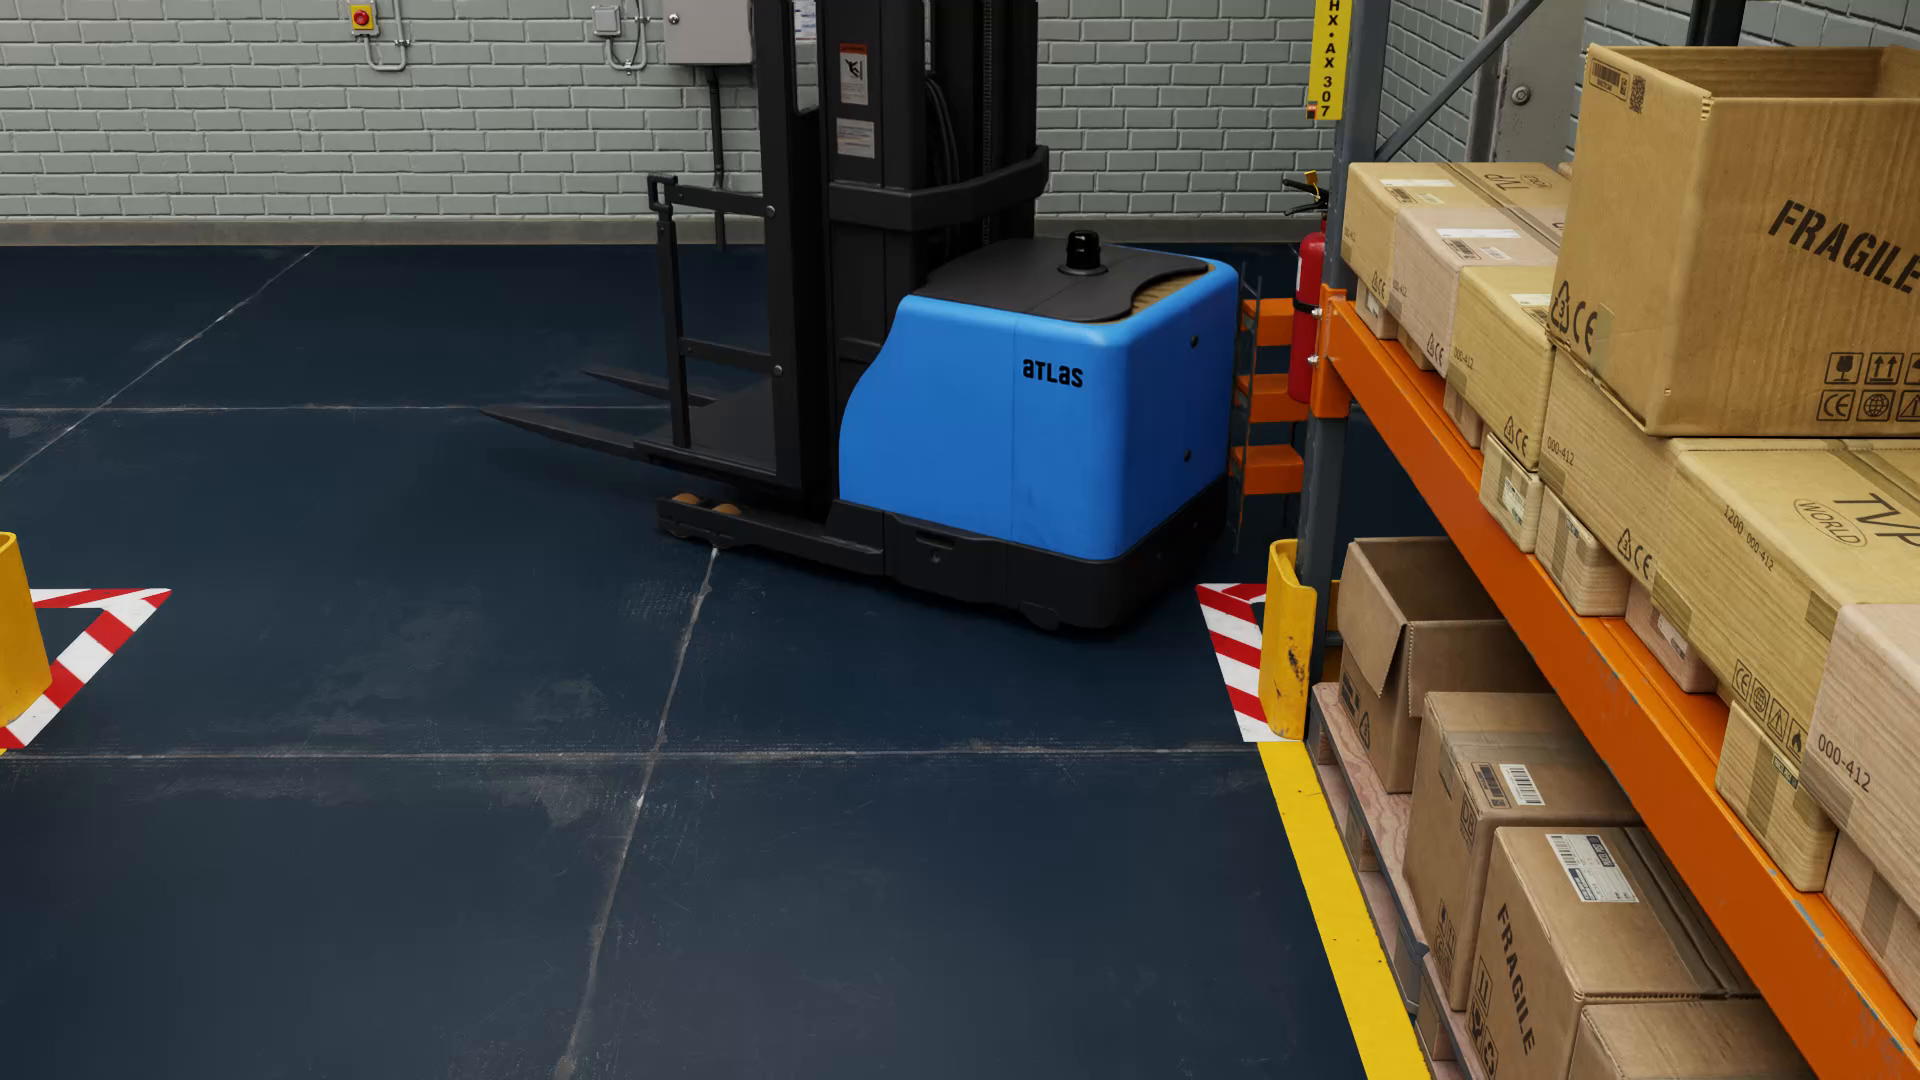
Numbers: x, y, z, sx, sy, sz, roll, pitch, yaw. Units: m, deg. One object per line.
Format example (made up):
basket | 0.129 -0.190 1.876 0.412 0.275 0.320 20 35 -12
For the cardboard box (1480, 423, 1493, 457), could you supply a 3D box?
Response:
cardboard box | 1.281 -0.199 3.355 0.380 0.149 0.250 0 24 0

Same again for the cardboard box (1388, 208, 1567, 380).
cardboard box | 1.256 -0.548 3.643 0.500 0.250 0.500 0 24 0

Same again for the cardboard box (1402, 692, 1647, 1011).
cardboard box | 1.398 0.676 3.640 0.700 0.500 0.500 1 24 2

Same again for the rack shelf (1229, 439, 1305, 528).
rack shelf | 1.127 -0.208 6.133 0.240 0.259 0.215 -3 25 -8

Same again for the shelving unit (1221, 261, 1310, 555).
shelving unit | 1.130 -0.472 6.015 0.252 1.050 0.215 -3 25 -8

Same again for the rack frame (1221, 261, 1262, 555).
rack frame | 1.010 -0.465 5.997 0.008 1.050 0.200 -3 25 -8

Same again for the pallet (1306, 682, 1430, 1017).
pallet | 1.526 0.754 4.328 1.003 0.211 1.213 0 24 -1

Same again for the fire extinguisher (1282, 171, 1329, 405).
fire extinguisher | 1.051 -0.730 4.771 0.296 0.674 0.183 0 24 -1

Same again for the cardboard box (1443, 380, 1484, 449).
cardboard box | 1.273 -0.309 3.597 0.380 0.149 0.250 0 24 1

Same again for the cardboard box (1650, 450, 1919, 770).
cardboard box | 1.297 0.084 2.246 0.500 0.250 0.500 0 24 -1

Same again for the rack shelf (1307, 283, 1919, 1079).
rack shelf | 1.537 0.275 2.875 1.077 0.370 4.000 0 24 -1

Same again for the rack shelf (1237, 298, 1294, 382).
rack shelf | 1.133 -0.721 5.903 0.240 0.259 0.215 -3 25 -8

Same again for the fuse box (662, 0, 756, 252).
fuse box | -1.431 -2.539 9.787 0.539 1.711 0.414 0 24 -1

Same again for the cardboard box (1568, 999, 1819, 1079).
cardboard box | 1.409 1.103 2.694 0.700 0.500 0.500 -1 24 -3

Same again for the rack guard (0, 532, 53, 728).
rack guard | -3.448 0.276 5.033 1.175 0.500 0.348 0 24 -1

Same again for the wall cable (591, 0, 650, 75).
wall cable | -2.115 -3.650 9.448 0.588 1.984 0.122 0 24 -1

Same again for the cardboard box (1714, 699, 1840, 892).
cardboard box | 1.245 0.328 2.189 0.380 0.149 0.250 -1 24 -1

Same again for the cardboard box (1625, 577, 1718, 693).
cardboard box | 1.304 0.120 2.650 0.380 0.149 0.250 0 24 -1

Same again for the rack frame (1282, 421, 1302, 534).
rack frame | 1.251 -0.478 6.032 0.008 1.050 0.200 -3 25 -8

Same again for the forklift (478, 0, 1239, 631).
forklift | -0.542 -1.471 5.946 3.031 2.935 1.130 14 28 28

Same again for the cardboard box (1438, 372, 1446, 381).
cardboard box | 1.331 -0.413 3.828 0.380 0.149 0.250 -1 24 -1

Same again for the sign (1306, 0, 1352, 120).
sign | 0.973 -1.269 4.365 0.100 0.325 0.005 0 24 -1

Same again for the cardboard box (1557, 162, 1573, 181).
cardboard box | 1.786 -0.756 4.102 0.500 0.250 0.500 0 24 1

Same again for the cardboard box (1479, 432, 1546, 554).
cardboard box | 1.209 -0.095 3.124 0.380 0.149 0.250 -1 24 -2

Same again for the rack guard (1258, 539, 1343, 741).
rack guard | 1.516 0.293 4.995 1.175 0.500 0.348 0 24 -1

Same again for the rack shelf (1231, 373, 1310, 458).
rack shelf | 1.130 -0.462 6.019 0.240 0.259 0.215 -3 25 -8

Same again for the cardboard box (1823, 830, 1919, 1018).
cardboard box | 1.276 0.433 1.957 0.380 0.149 0.250 0 24 1

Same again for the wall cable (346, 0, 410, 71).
wall cable | -3.533 -3.654 9.417 0.585 1.953 0.123 0 24 -1

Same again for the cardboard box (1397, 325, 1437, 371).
cardboard box | 1.294 -0.521 4.067 0.380 0.149 0.250 0 24 1

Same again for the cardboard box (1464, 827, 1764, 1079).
cardboard box | 1.303 0.894 3.157 0.500 0.500 0.500 0 24 0

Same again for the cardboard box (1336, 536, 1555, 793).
cardboard box | 1.427 0.322 4.418 0.797 0.503 0.637 -1 24 -3

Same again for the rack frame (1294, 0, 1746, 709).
rack frame | 1.515 -0.877 4.549 1.000 3.000 0.127 0 24 -1

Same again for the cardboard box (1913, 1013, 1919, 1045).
cardboard box | 1.251 0.541 1.718 0.380 0.149 0.250 0 24 1

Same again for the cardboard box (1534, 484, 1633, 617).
cardboard box | 1.232 0.014 2.884 0.380 0.149 0.250 0 24 1

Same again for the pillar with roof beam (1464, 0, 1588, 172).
pillar with roof beam | -1.918 -4.706 5.735 9.100 9.000 0.400 0 24 -1

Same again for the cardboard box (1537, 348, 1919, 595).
cardboard box | 1.292 -0.129 2.715 0.500 0.250 0.500 -1 24 -2

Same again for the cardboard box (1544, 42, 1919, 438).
cardboard box | 1.267 -0.479 2.581 0.500 0.500 0.500 0 24 1

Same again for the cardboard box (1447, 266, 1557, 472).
cardboard box | 1.265 -0.339 3.181 0.500 0.250 0.500 -1 24 -2

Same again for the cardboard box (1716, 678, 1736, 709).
cardboard box | 1.354 0.221 2.426 0.380 0.149 0.250 0 24 0

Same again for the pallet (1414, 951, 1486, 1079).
pallet | 1.536 1.255 3.219 1.003 0.211 1.213 0 24 -1

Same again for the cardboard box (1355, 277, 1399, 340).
cardboard box | 1.244 -0.626 4.298 0.380 0.149 0.250 0 24 -1

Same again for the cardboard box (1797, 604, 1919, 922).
cardboard box | 1.289 0.289 1.792 0.500 0.250 0.500 0 24 0

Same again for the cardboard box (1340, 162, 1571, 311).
cardboard box | 1.251 -0.756 4.102 0.500 0.250 0.500 0 24 0

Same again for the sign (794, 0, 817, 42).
sign | -0.939 -3.170 9.734 0.329 0.494 0.001 0 24 -1
